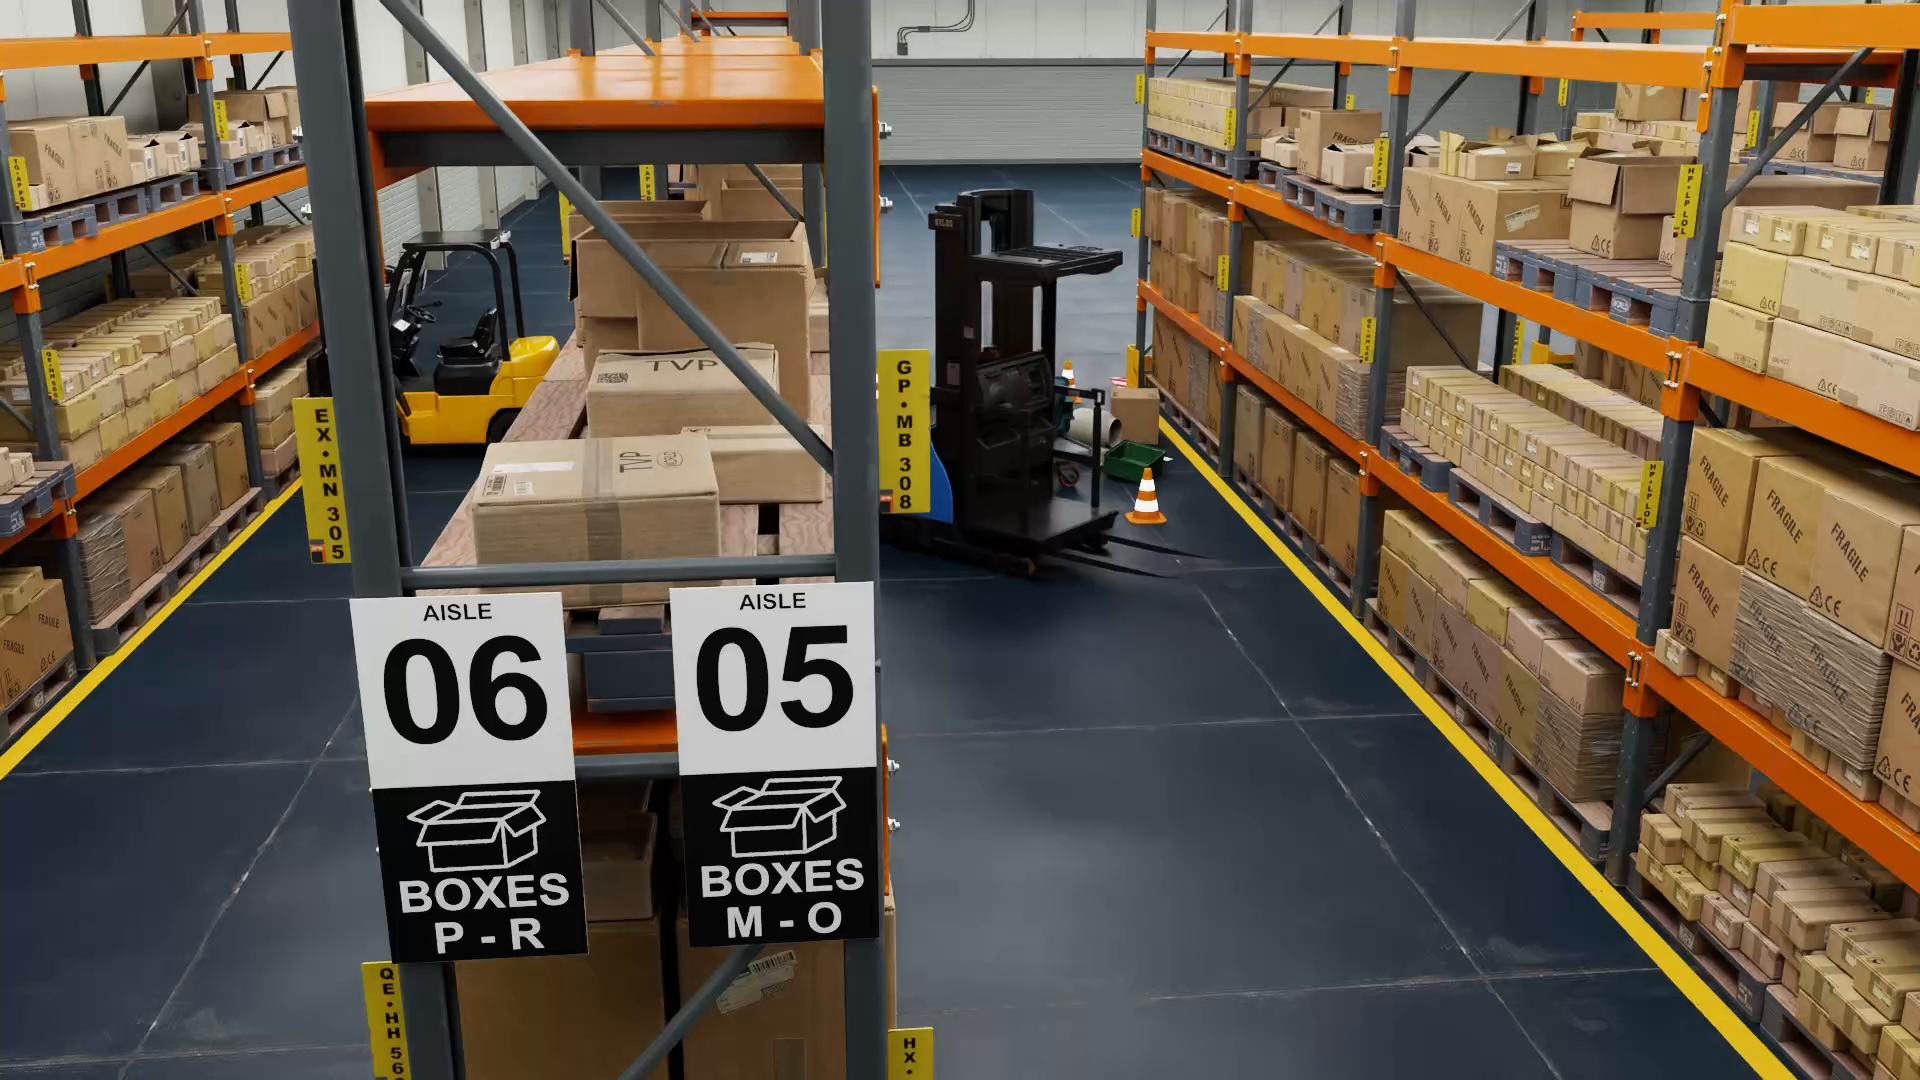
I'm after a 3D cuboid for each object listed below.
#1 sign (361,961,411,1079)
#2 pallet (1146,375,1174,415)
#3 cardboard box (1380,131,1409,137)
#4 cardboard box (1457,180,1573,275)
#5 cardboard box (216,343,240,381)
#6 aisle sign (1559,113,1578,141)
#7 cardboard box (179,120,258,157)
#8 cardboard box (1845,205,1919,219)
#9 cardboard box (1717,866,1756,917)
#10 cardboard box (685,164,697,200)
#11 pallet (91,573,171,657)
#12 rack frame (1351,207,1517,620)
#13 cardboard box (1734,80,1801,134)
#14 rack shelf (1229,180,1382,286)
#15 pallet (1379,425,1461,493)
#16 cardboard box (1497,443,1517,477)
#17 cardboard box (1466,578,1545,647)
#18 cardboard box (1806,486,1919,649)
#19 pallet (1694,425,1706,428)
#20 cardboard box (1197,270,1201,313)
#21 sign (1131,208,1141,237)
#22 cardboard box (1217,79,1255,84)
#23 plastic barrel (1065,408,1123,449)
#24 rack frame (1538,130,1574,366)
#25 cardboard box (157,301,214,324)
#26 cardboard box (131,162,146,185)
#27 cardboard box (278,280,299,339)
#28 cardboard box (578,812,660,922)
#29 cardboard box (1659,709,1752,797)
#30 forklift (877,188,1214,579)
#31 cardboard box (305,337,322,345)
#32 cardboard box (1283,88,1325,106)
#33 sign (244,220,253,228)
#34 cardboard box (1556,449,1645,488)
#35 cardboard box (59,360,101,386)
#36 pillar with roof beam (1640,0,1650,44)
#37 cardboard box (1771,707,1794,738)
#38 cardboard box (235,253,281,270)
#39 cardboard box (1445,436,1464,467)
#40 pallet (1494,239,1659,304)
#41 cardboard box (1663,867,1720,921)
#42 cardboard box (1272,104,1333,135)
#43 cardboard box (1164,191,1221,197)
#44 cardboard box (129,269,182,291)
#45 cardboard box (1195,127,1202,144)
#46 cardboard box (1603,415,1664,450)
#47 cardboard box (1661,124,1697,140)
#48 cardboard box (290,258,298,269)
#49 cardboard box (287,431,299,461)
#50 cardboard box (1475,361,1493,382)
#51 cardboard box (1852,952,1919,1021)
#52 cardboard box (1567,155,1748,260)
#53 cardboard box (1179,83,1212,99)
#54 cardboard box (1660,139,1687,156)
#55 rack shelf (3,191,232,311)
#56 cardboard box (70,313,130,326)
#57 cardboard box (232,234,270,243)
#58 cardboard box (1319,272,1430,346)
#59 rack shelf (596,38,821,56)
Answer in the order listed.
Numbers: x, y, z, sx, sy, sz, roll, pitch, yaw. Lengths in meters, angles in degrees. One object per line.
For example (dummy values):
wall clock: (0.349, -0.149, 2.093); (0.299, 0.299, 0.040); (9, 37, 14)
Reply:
sign: (-1.202, 1.039, 3.531); (0.100, 0.325, 0.005); (-2, 18, -6)
pallet: (2.762, -1.692, 19.214); (1.003, 0.211, 1.213); (-2, 18, -6)
cardboard box: (3.414, -3.188, 13.596); (0.500, 0.311, 0.500); (-2, 18, -8)
cardboard box: (3.336, -1.878, 9.975); (0.500, 0.500, 0.500); (-2, 18, -6)
cardboard box: (-6.524, -1.515, 14.246); (0.500, 0.250, 0.500); (-1, 17, -4)
aisle sign: (7.241, -4.631, 19.579); (0.394, 0.787, 0.004); (-2, 18, -6)
cardboard box: (-6.679, -3.621, 14.976); (0.500, 0.311, 0.500); (-1, 17, -5)
cardboard box: (4.144, -1.387, 7.328); (0.380, 0.149, 0.250); (-3, 18, -8)
cardboard box: (3.735, 1.597, 7.644); (0.380, 0.149, 0.250); (-2, 18, -6)
cardboard box: (-1.574, -2.453, 11.808); (0.700, 0.500, 0.500); (-2, 18, -6)
pallet: (-6.469, 0.547, 12.083); (1.003, 0.211, 1.213); (-2, 18, -6)
rack frame: (3.427, -0.875, 11.955); (1.000, 3.000, 0.127); (-2, 18, -6)
cardboard box: (7.658, -4.175, 15.962); (0.500, 0.500, 0.500); (-2, 18, -7)
rack shelf: (3.221, -2.558, 13.512); (1.077, 0.370, 4.000); (-2, 18, -6)
pallet: (3.606, -0.574, 11.318); (1.213, 0.211, 1.003); (-2, 18, -6)
cardboard box: (3.443, -0.483, 9.929); (0.380, 0.149, 0.250); (-1, 17, -4)
cardboard box: (3.403, 0.427, 10.030); (0.500, 0.250, 0.500); (-3, 18, -8)
cardboard box: (3.733, 0.097, 6.526); (0.500, 0.500, 0.500); (-1, 17, -5)
pallet: (7.854, -1.058, 17.195); (1.003, 0.211, 1.213); (-2, 18, -6)
cardboard box: (2.946, -2.575, 17.122); (0.875, 0.550, 0.550); (-2, 18, -6)
sign: (2.049, -3.694, 19.357); (0.100, 0.325, 0.005); (-2, 18, -6)
cardboard box: (3.025, -4.957, 18.172); (0.380, 0.149, 0.250); (-1, 17, -5)
plastic barrel: (1.371, -1.128, 17.063); (0.512, 0.421, 0.421); (11, 21, 32)
rack frame: (7.546, -3.381, 19.939); (1.000, 3.000, 0.127); (-2, 18, -6)
cardboard box: (-6.535, -1.915, 14.019); (0.380, 0.149, 0.250); (-2, 18, -6)
cardboard box: (-6.341, -2.740, 12.441); (0.380, 0.149, 0.250); (-2, 18, -6)
cardboard box: (-6.745, -2.222, 16.081); (0.500, 0.500, 0.500); (-2, 18, -6)
cardboard box: (-0.897, 0.757, 3.839); (0.380, 0.149, 0.250); (-2, 17, -5)
cardboard box: (4.027, 1.081, 9.198); (0.500, 0.500, 0.500); (-1, 17, -3)
forklift: (0.609, -1.268, 13.322); (3.031, 2.935, 1.130); (14, 22, 37)
cardboard box: (-6.832, -2.007, 17.781); (0.500, 0.250, 0.500); (-1, 17, -5)
cardboard box: (3.287, -4.201, 15.764); (0.380, 0.149, 0.250); (-2, 18, -6)
sign: (-7.801, -3.356, 18.282); (0.100, 0.325, 0.005); (-2, 18, -6)
cardboard box: (3.523, -0.396, 9.156); (0.380, 0.149, 0.250); (-2, 18, -6)
cardboard box: (-6.244, -1.154, 11.594); (0.380, 0.149, 0.250); (-1, 17, -4)
pillar with roof beam: (15.883, -15.326, 47.970); (9.100, 9.000, 0.400); (-2, 18, -6)
cardboard box: (3.746, 0.765, 7.152); (0.380, 0.149, 0.250); (-3, 18, -8)
cardboard box: (-6.704, -2.639, 15.830); (0.380, 0.149, 0.250); (-2, 18, -7)
cardboard box: (3.357, -0.575, 10.719); (0.380, 0.149, 0.250); (-1, 17, -3)
pallet: (3.772, -1.521, 9.318); (1.213, 0.211, 1.003); (-2, 18, -6)
cardboard box: (3.585, 1.675, 7.894); (0.380, 0.149, 0.250); (-1, 17, -4)
cardboard box: (3.242, -3.970, 15.694); (0.500, 0.250, 0.500); (-2, 18, -5)
cardboard box: (2.750, -3.572, 18.494); (0.875, 0.550, 0.550); (-2, 18, -6)
cardboard box: (-7.169, -2.314, 14.793); (0.380, 0.149, 0.250); (-2, 18, -6)
cardboard box: (2.554, -4.027, 16.540); (0.380, 0.149, 0.250); (-2, 17, -5)
cardboard box: (4.091, -0.644, 9.947); (0.380, 0.149, 0.250); (-1, 17, -4)
cardboard box: (7.496, -4.220, 17.187); (0.380, 0.149, 0.250); (-1, 17, -3)
cardboard box: (-6.841, -2.725, 16.598); (0.380, 0.149, 0.250); (-2, 18, -6)
cardboard box: (-6.624, -0.923, 15.997); (0.500, 0.250, 0.500); (-2, 18, -7)
cardboard box: (3.649, -1.064, 12.393); (0.500, 0.500, 0.500); (-2, 17, -5)
cardboard box: (3.805, 1.768, 6.601); (0.380, 0.149, 0.250); (-2, 18, -5)
cardboard box: (3.811, -1.828, 9.111); (0.797, 0.503, 0.637); (-2, 18, -6)
cardboard box: (2.476, -4.634, 17.141); (0.380, 0.149, 0.250); (-2, 17, -5)
cardboard box: (7.550, -3.984, 17.103); (0.500, 0.250, 0.500); (-2, 18, -6)
rack shelf: (-6.630, -2.221, 12.437); (1.077, 0.370, 4.000); (-2, 18, -6)
cardboard box: (-6.965, -1.743, 13.472); (0.380, 0.149, 0.250); (-2, 18, -6)
cardboard box: (-7.381, -3.082, 17.239); (0.380, 0.149, 0.250); (-2, 18, -5)
cardboard box: (3.282, -1.837, 13.184); (0.700, 0.500, 0.500); (-2, 18, -6)
rack shelf: (-1.280, -2.424, 8.743); (1.077, 0.370, 4.000); (-2, 18, -6)
